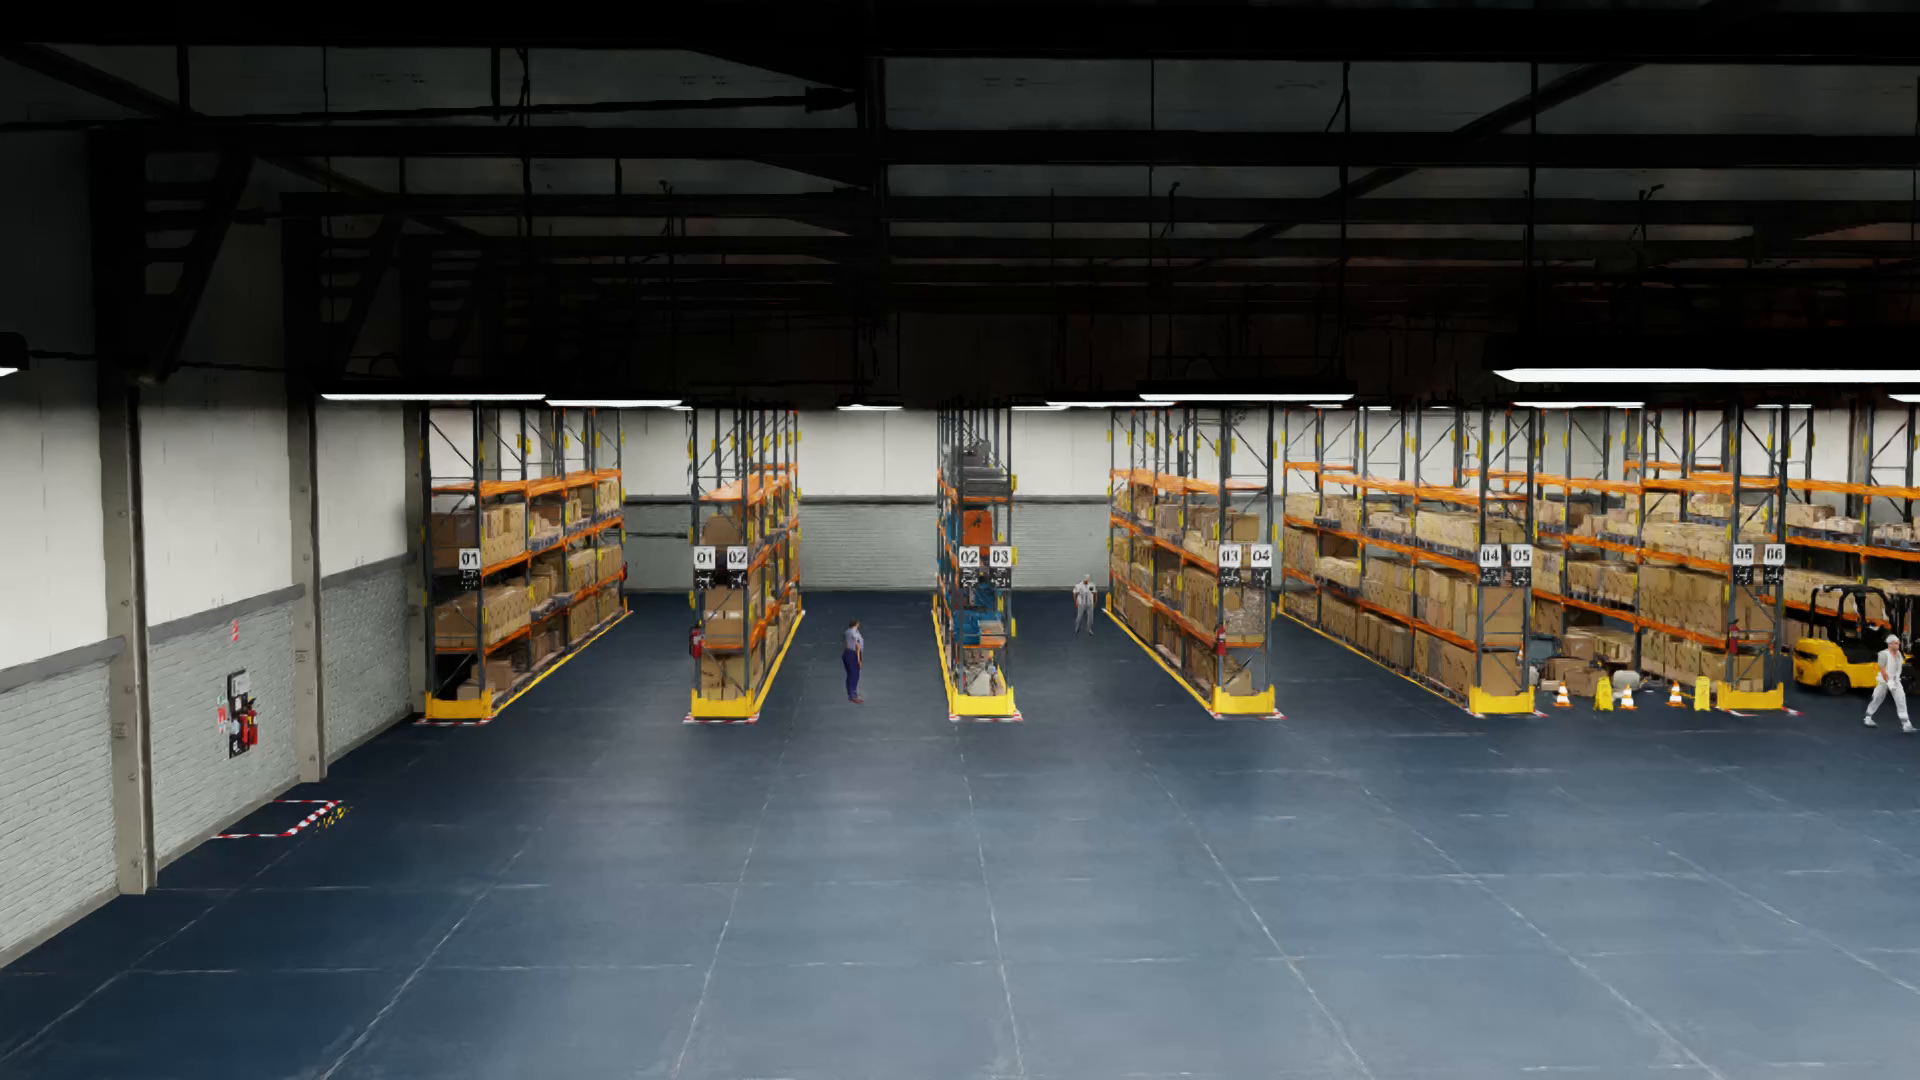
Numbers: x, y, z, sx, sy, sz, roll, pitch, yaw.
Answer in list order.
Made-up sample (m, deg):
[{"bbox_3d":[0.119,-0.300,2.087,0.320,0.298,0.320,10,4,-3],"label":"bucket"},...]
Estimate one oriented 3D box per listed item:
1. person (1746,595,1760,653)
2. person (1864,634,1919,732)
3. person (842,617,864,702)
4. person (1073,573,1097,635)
[{"bbox_3d":[16.901,2.071,35.534,0.498,1.784,0.612,2,5,28],"label":"person"},{"bbox_3d":[16.671,2.548,29.775,0.528,1.728,1.032,-1,4,-11],"label":"person"},{"bbox_3d":[-2.073,2.347,32.890,0.445,1.658,0.579,-3,5,-31],"label":"person"},{"bbox_3d":[3.208,1.642,42.548,0.625,1.611,0.582,0,4,-5],"label":"person"}]
